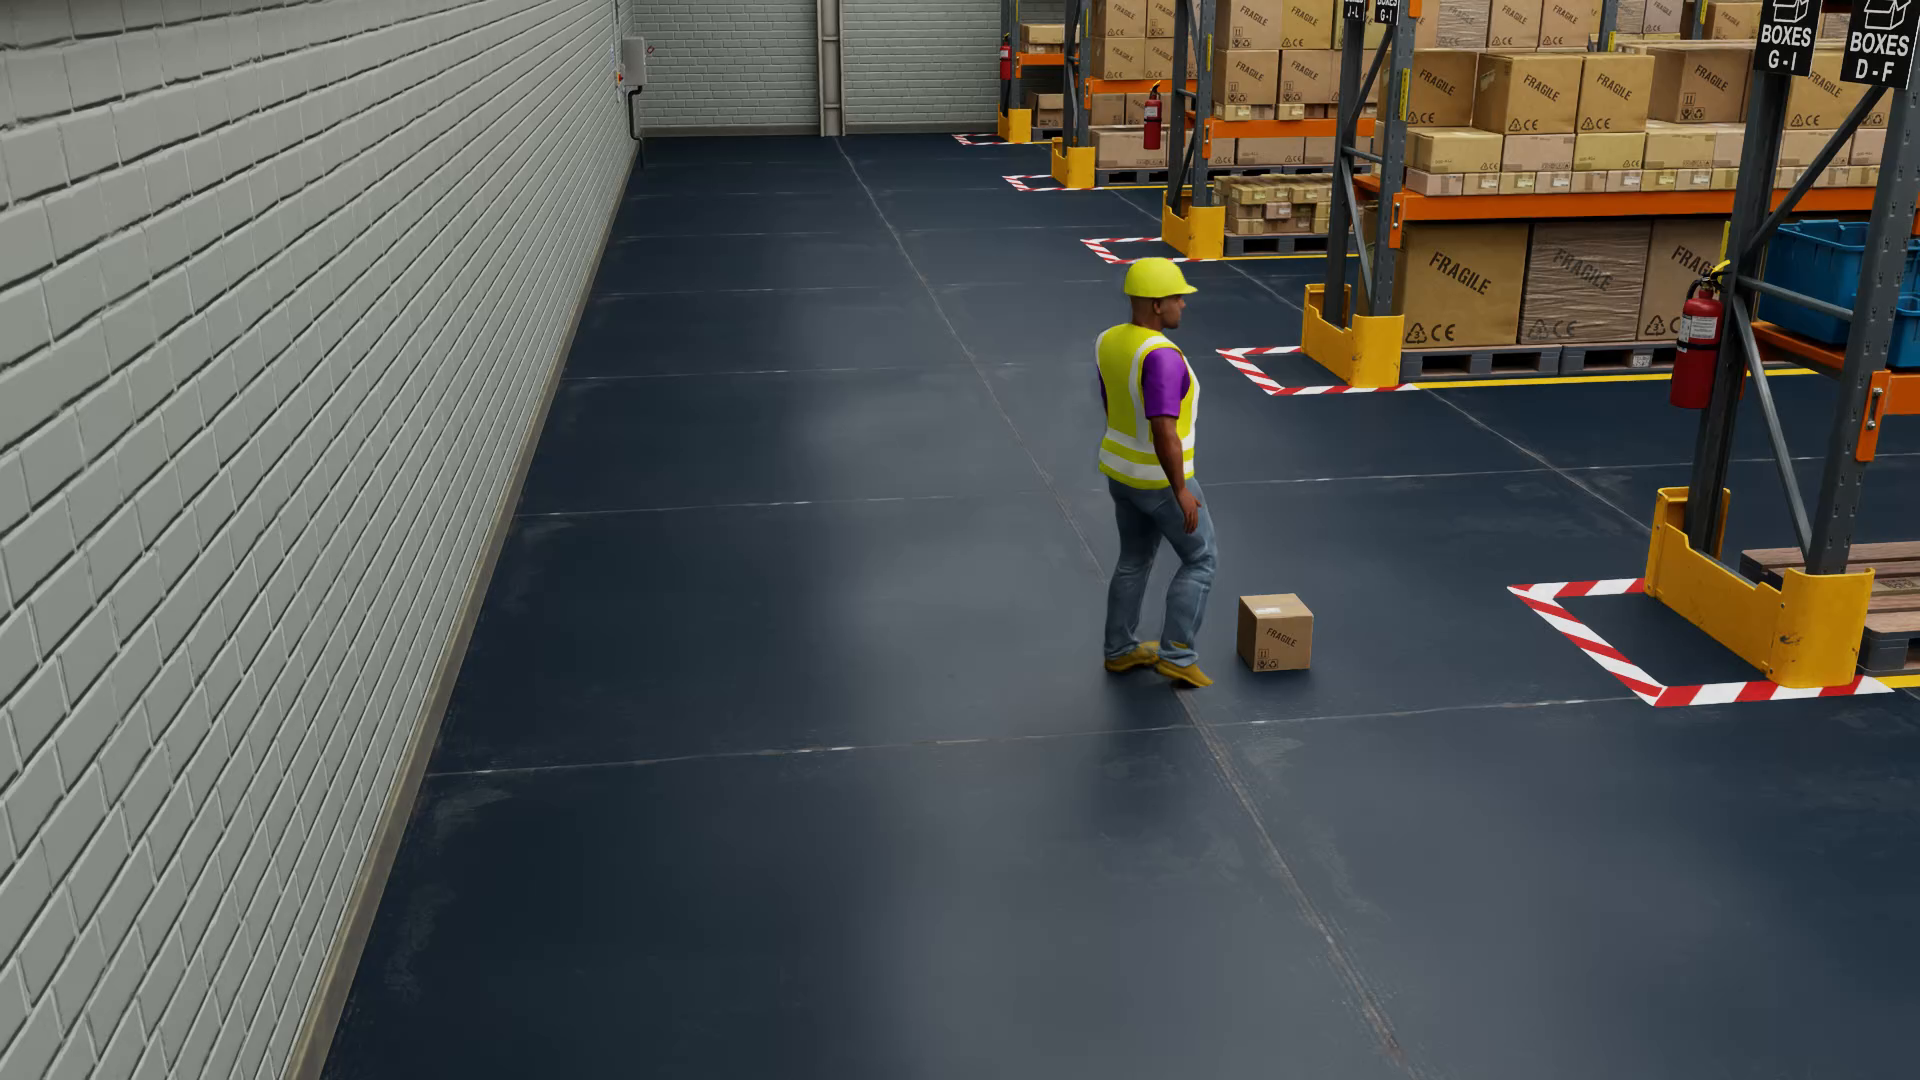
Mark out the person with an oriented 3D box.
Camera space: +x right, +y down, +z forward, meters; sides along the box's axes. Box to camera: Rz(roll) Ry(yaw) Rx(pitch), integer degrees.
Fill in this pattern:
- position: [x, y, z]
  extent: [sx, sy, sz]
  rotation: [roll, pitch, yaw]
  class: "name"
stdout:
- position: [0.816, -0.235, 6.769]
  extent: [0.448, 1.822, 0.676]
  rotation: [-11, 23, -27]
  class: "person"
